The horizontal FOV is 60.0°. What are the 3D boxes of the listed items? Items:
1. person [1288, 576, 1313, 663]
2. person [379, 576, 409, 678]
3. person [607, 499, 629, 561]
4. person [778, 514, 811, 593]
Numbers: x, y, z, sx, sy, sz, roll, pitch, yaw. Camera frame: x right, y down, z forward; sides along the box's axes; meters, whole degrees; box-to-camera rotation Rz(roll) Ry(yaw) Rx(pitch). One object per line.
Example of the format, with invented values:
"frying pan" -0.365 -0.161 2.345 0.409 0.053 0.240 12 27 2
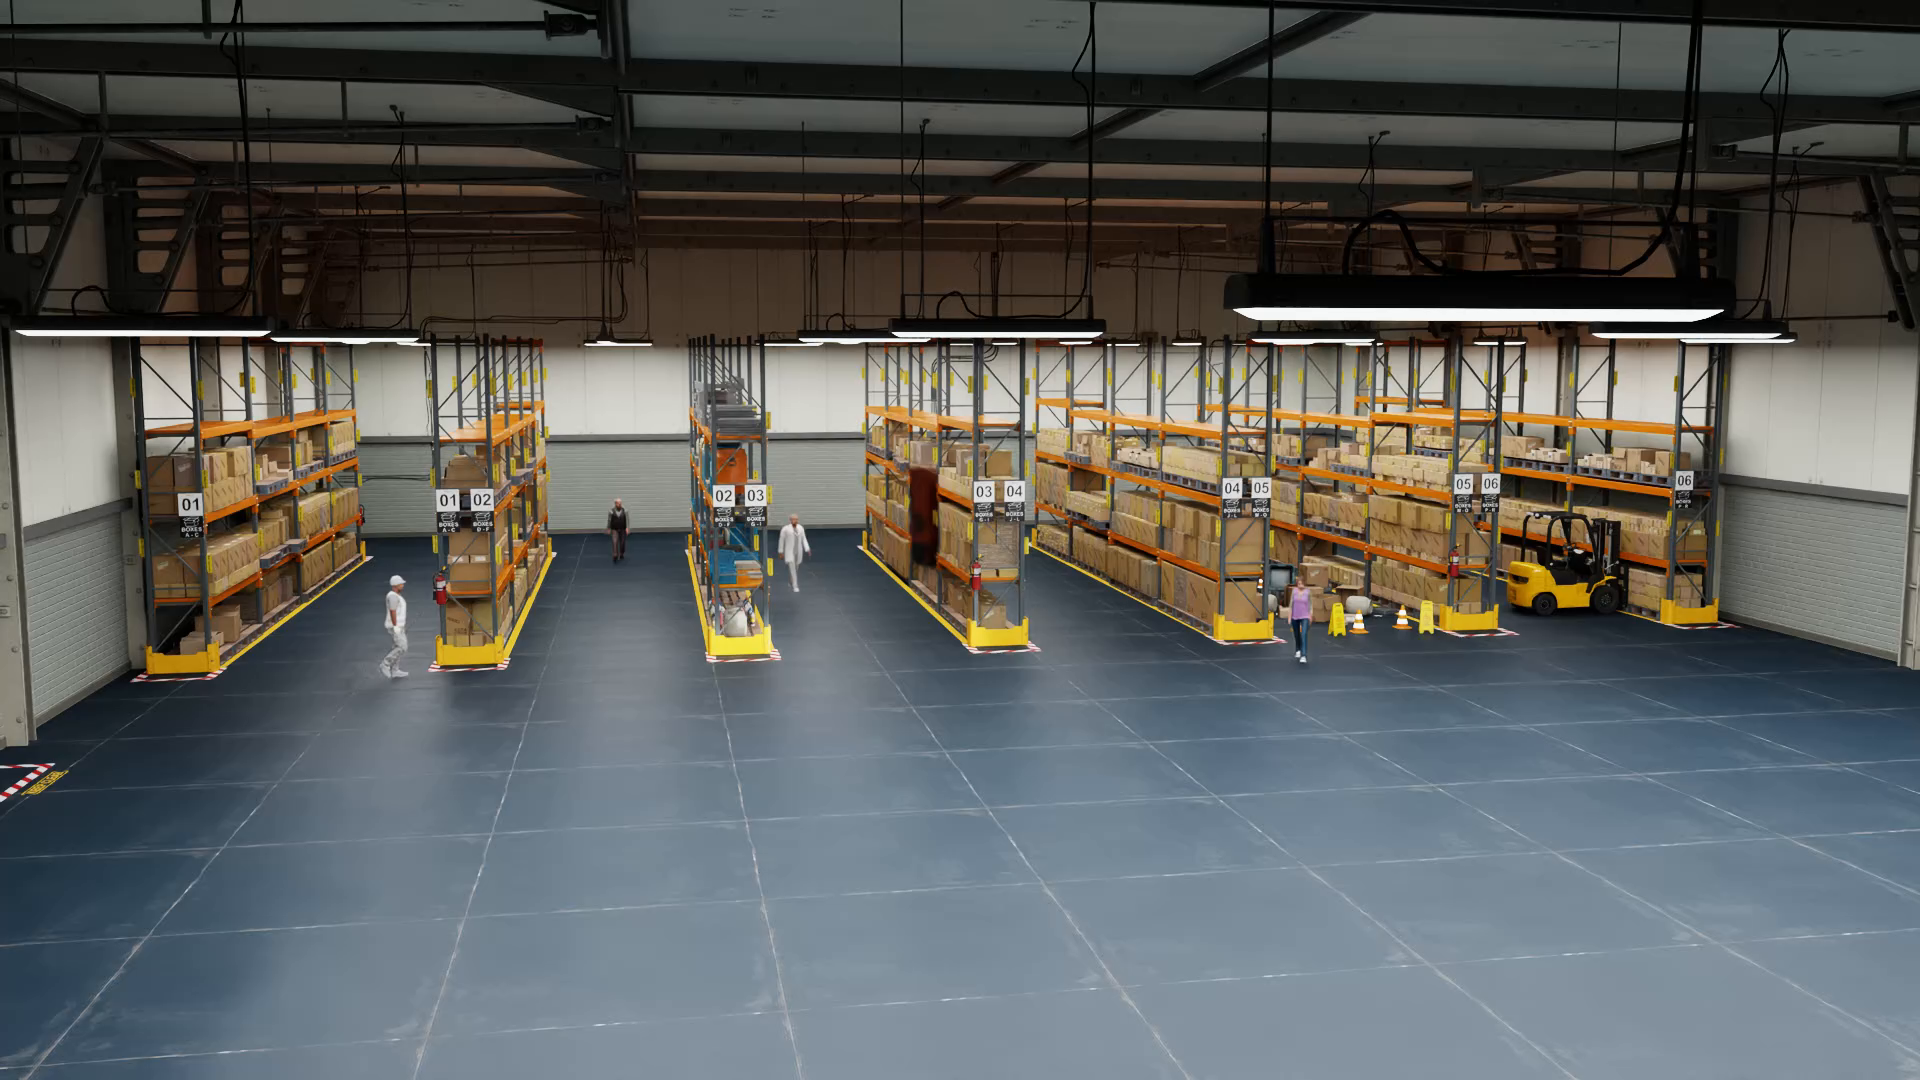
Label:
"person" 6.269 1.443 30.584 0.426 1.563 0.817 4 8 29
"person" -9.866 1.511 28.920 0.481 1.783 0.590 -2 7 -13
"person" -9.241 -0.279 44.997 0.601 1.655 1.082 -2 7 -16
"person" -3.713 0.279 37.286 0.676 1.734 1.092 -3 7 -25
